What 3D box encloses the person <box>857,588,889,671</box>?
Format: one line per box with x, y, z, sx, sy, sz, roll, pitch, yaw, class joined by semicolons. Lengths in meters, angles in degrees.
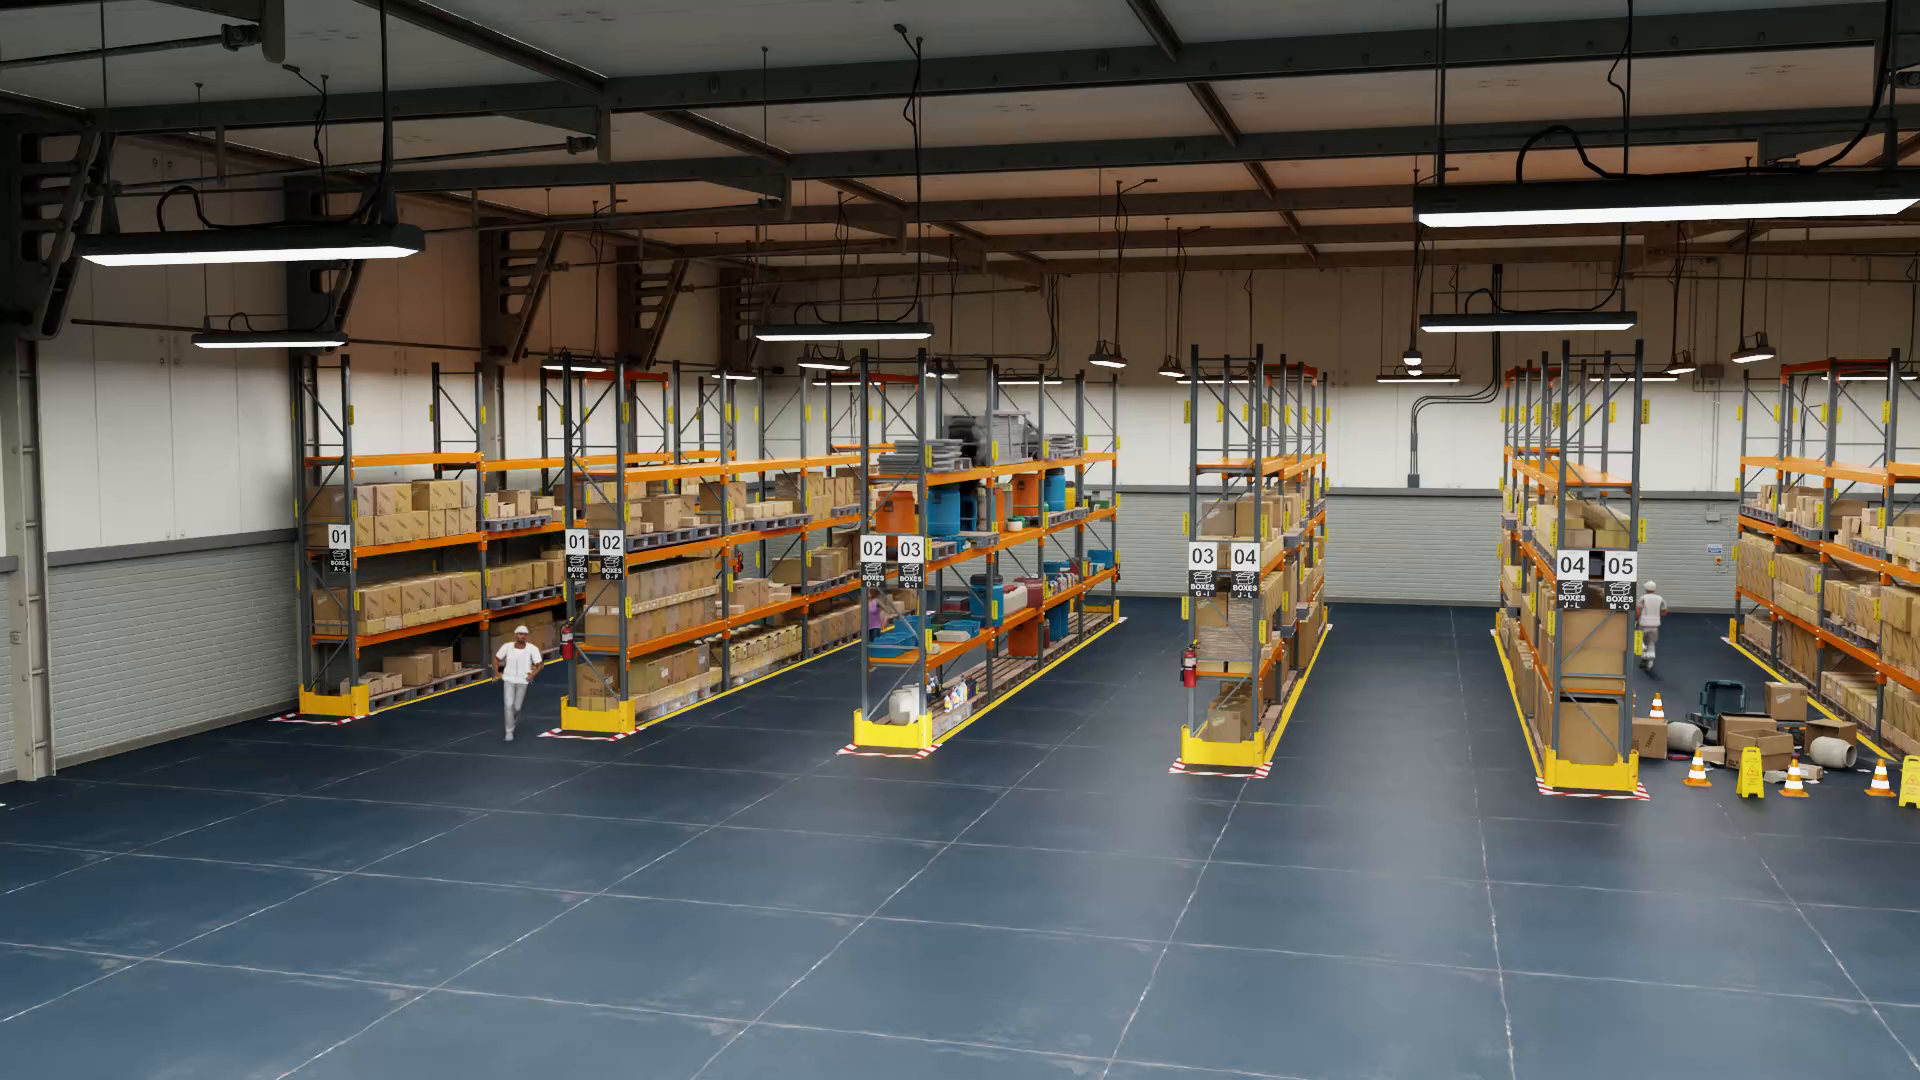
-1.625;1.648;30.569;0.560;1.570;0.555;1;4;17;person

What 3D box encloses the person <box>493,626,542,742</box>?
-6.881;2.202;25.906;0.738;1.748;0.778;-1;4;-15;person

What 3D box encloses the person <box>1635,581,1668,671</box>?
13.526;1.672;32.669;0.659;1.744;0.578;1;4;7;person
